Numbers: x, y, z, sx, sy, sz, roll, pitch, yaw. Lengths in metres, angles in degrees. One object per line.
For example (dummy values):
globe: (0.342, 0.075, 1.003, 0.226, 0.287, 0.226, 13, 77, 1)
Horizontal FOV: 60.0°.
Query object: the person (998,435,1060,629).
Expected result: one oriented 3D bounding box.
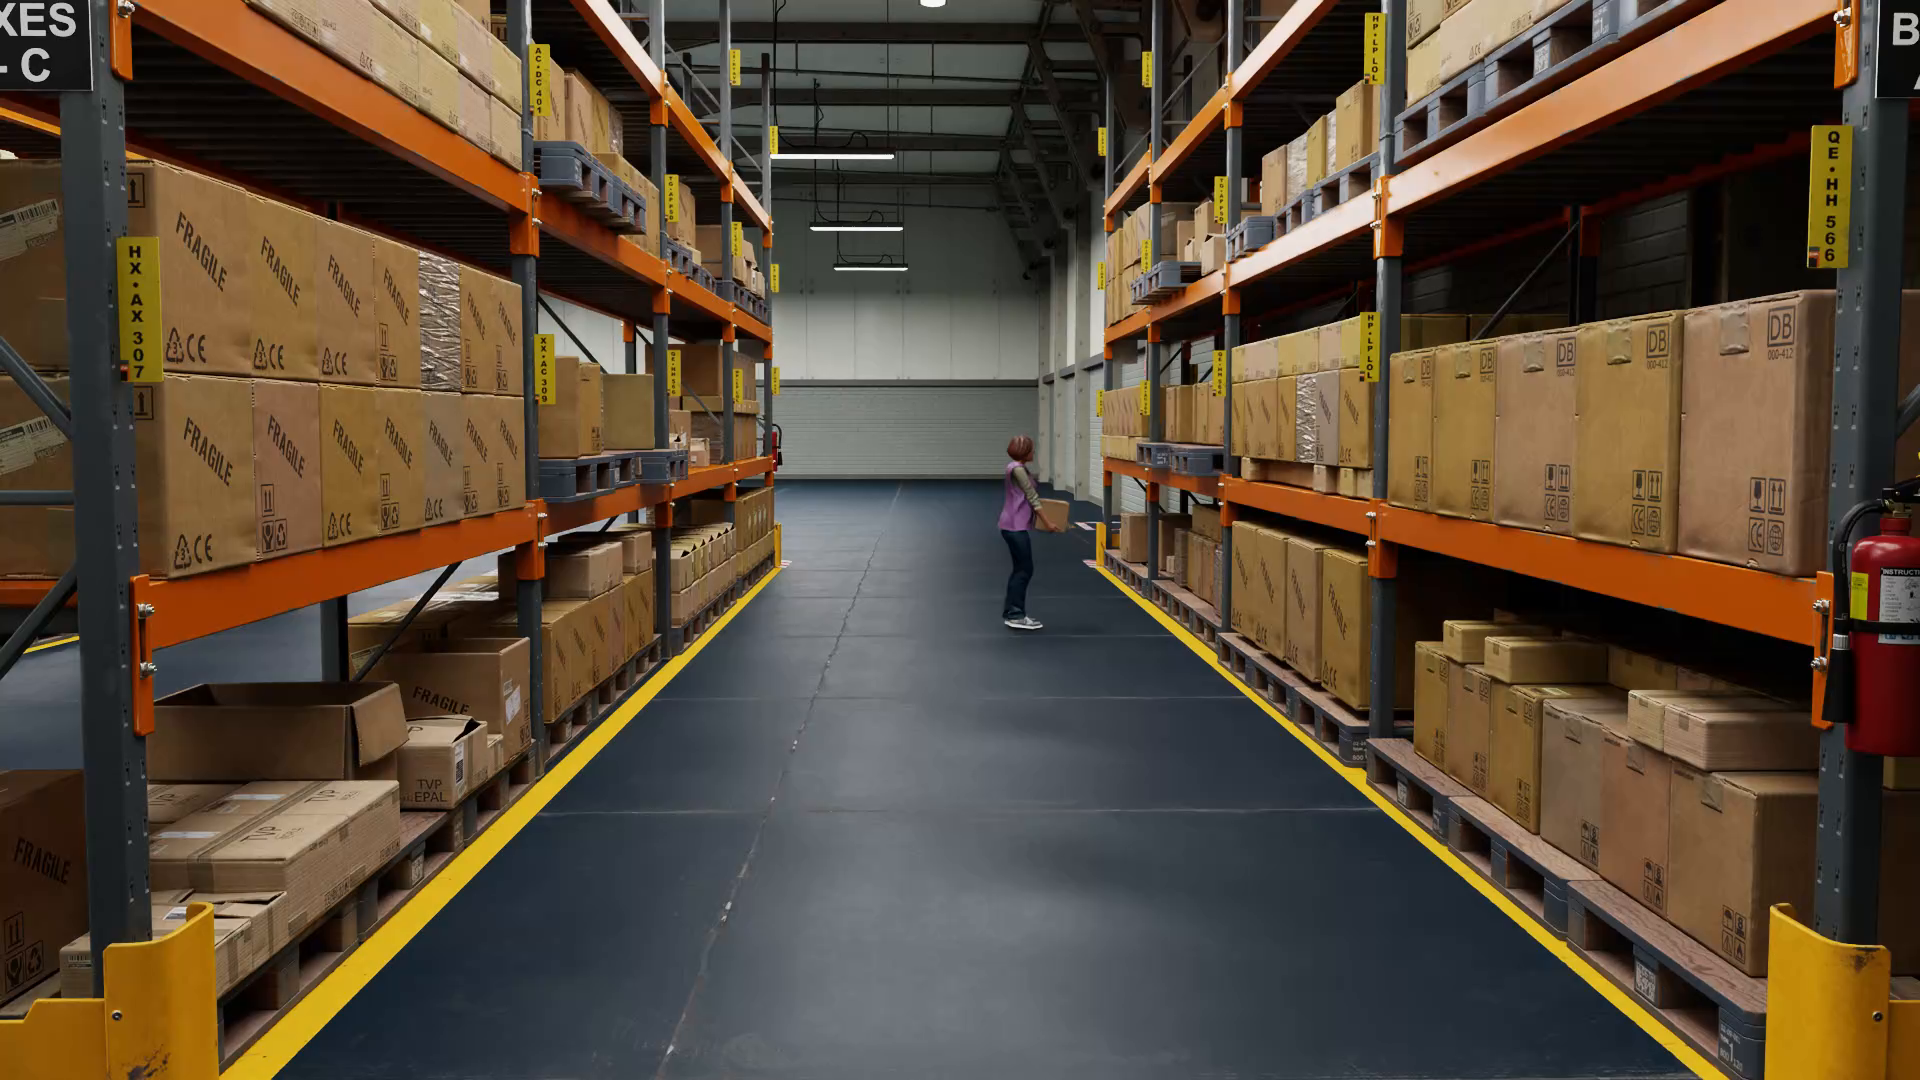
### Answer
person: (0.563, -0.068, 13.753, 0.503, 1.598, 0.375, 0, 4, -2)
